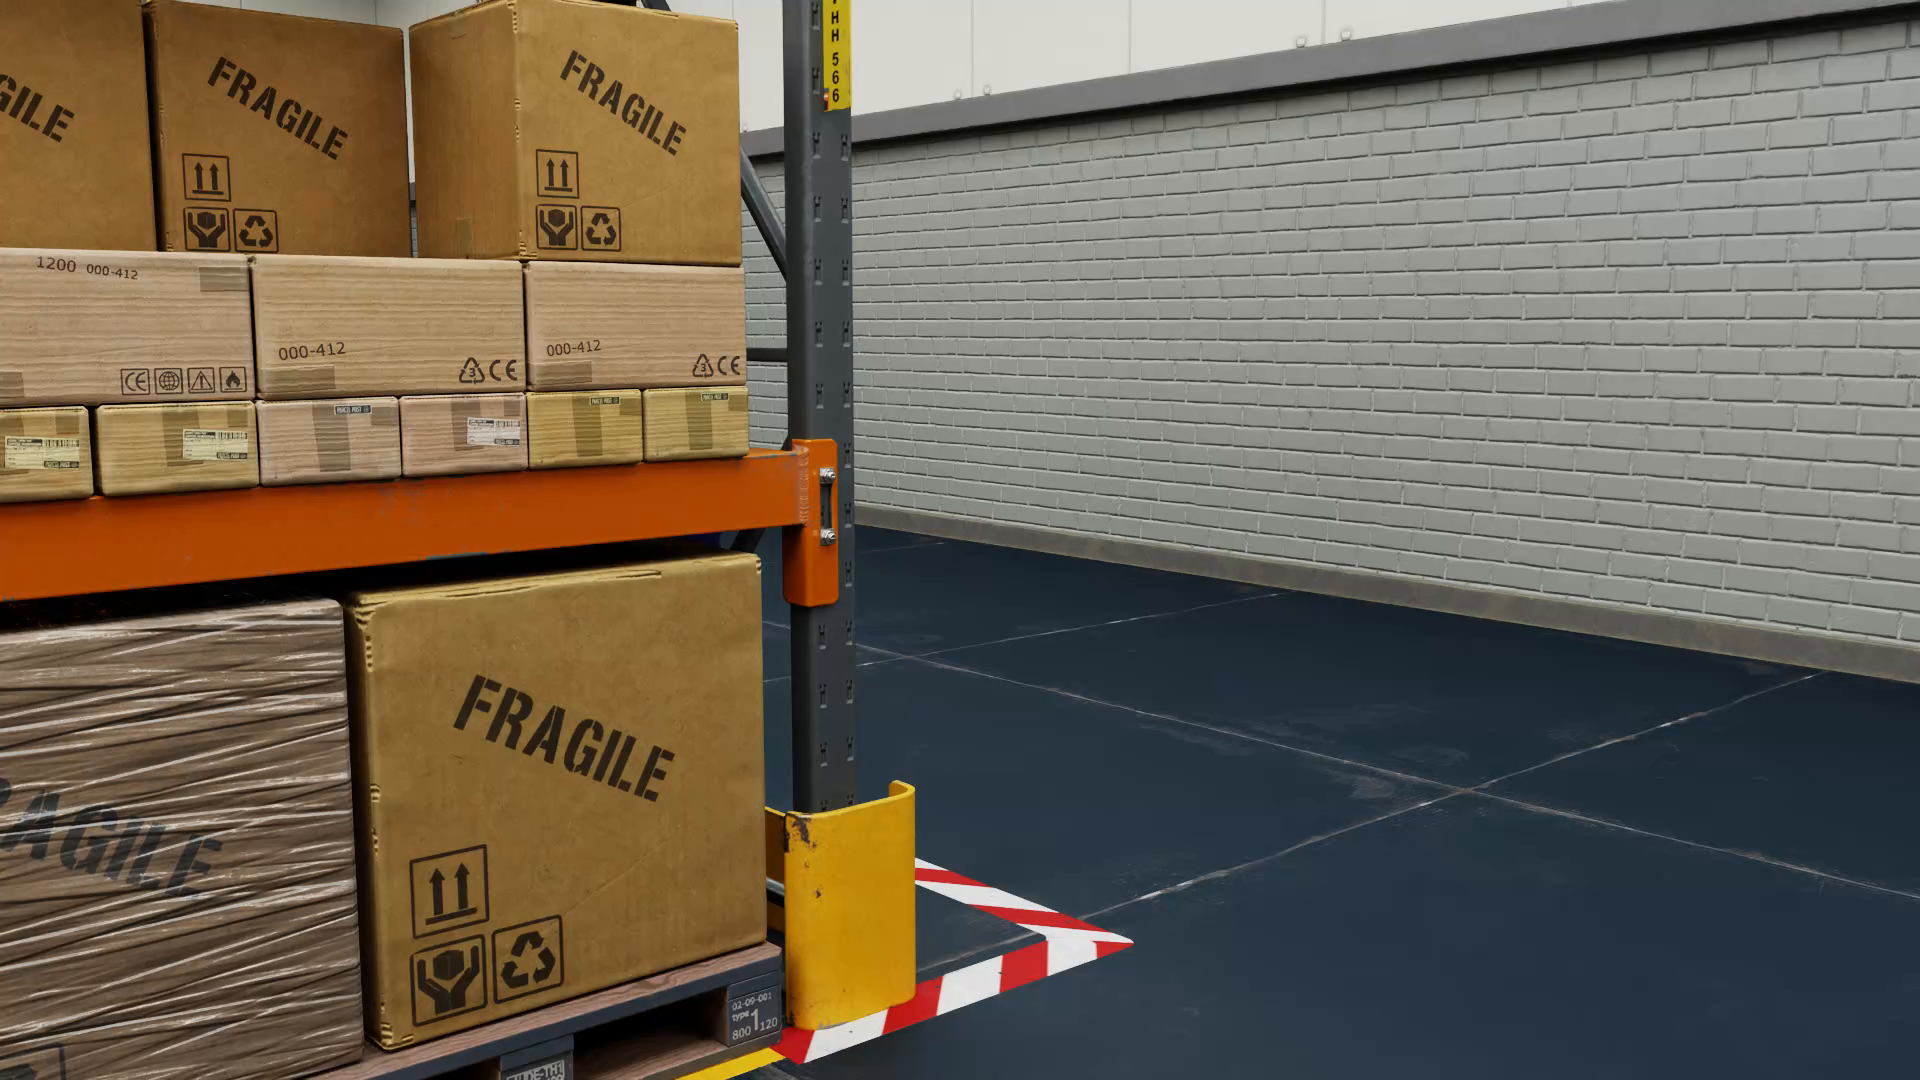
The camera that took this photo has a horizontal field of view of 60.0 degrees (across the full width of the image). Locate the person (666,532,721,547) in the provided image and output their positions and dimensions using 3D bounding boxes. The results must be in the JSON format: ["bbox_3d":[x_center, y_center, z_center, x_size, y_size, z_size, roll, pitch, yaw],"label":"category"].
[{"bbox_3d":[-1.168,-0.092,6.521,0.551,1.650,0.425,-7,10,-44],"label":"person"}]
